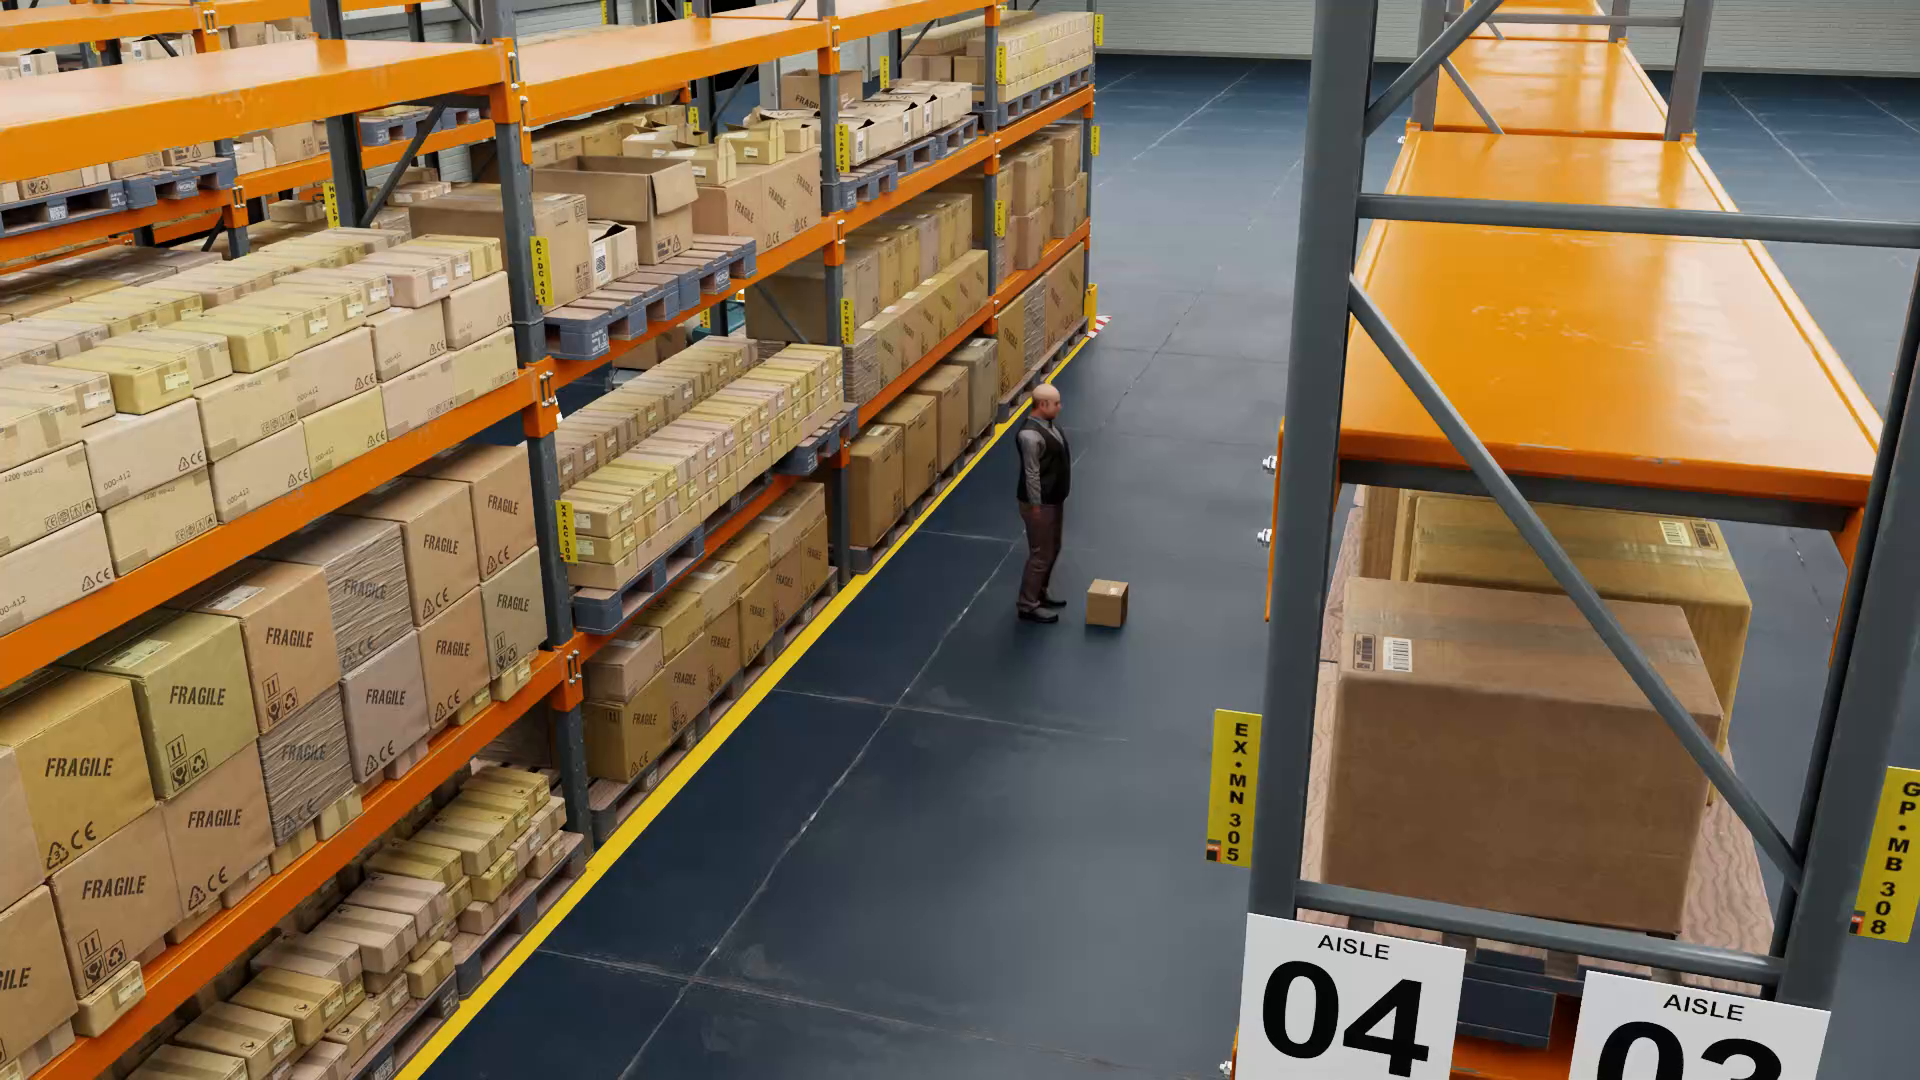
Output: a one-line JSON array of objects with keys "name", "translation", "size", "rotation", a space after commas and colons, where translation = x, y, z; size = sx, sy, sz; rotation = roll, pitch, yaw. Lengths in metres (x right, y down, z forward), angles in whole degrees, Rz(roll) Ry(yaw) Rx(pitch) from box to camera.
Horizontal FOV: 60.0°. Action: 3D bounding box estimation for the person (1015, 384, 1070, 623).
[{"name": "person", "translation": [0.603, -0.283, 11.872], "size": [0.346, 1.714, 0.533], "rotation": [7, 23, 17]}]
